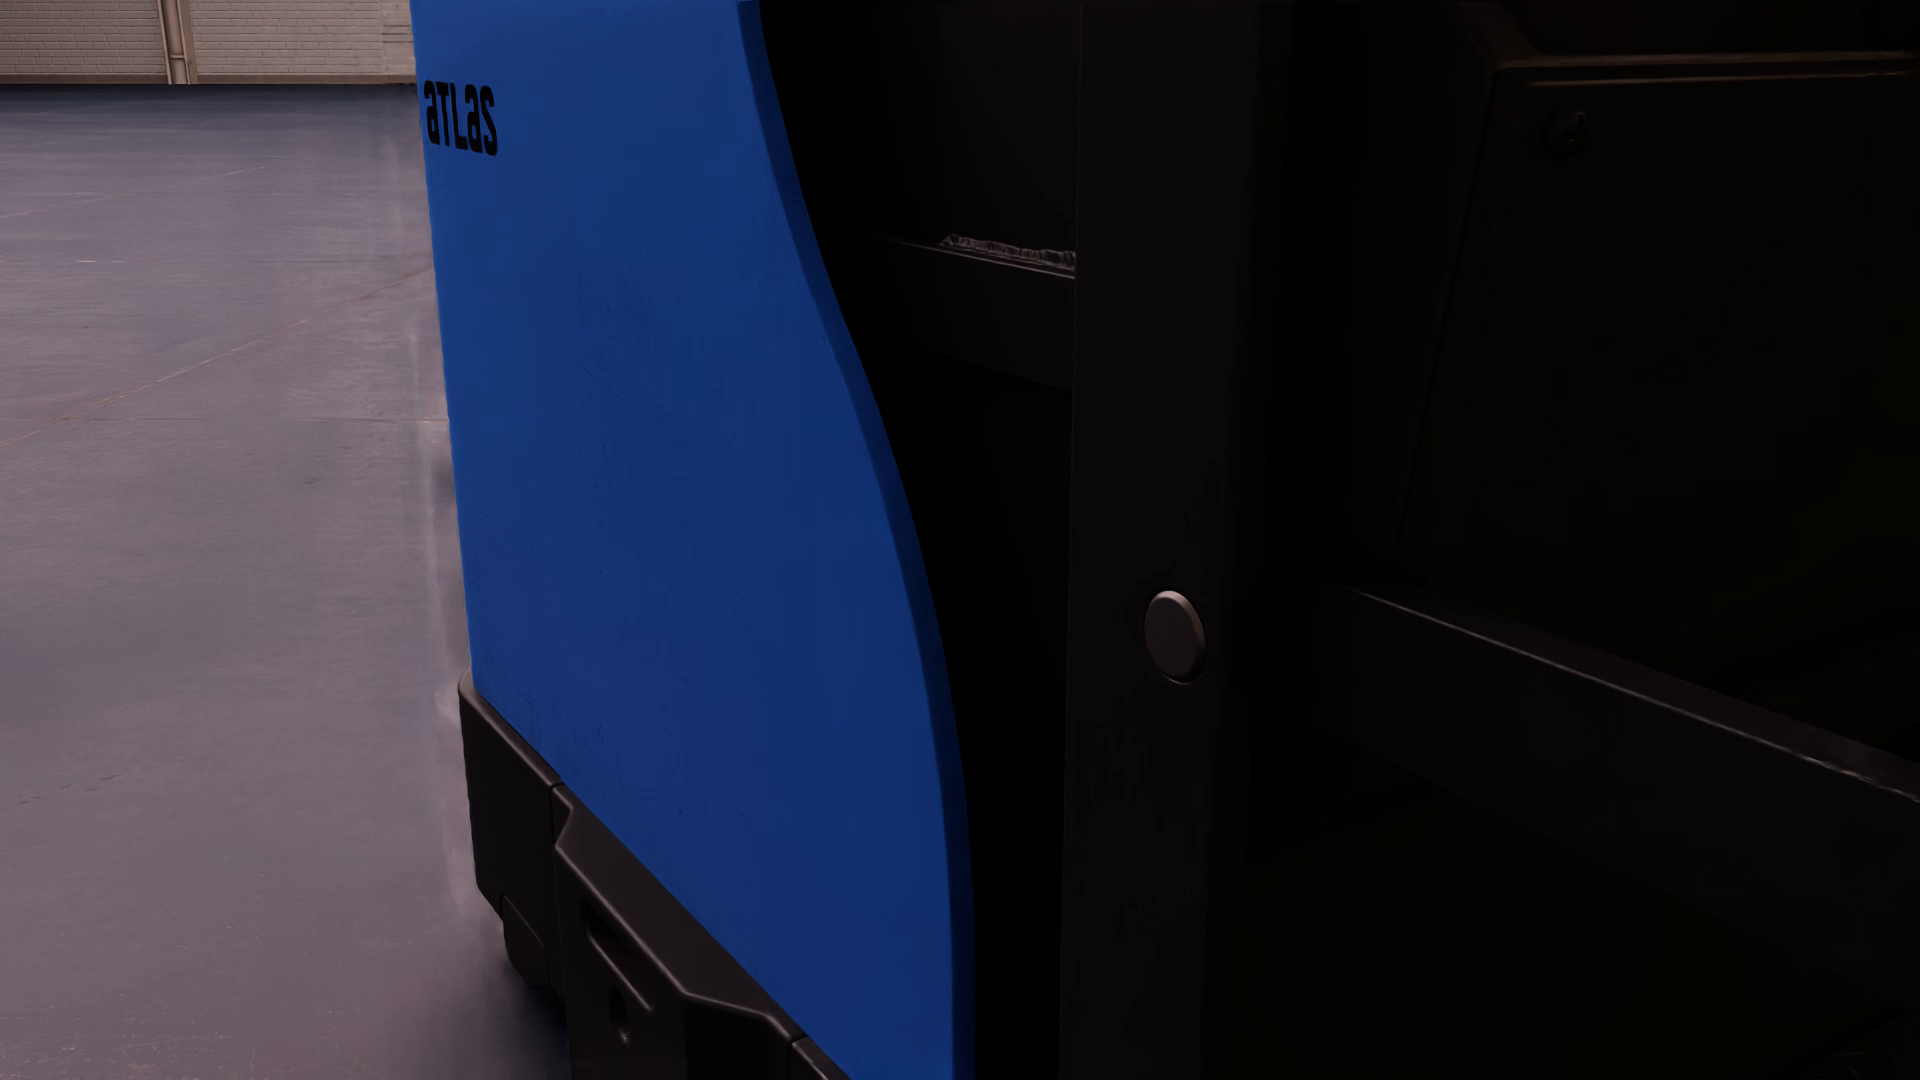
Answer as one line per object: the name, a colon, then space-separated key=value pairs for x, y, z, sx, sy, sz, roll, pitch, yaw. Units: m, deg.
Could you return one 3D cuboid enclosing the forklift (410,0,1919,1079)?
forklift: x=0.672 y=-0.671 z=0.590 sx=1.130 sy=2.935 sz=3.031 roll=-11 pitch=20 yaw=-31
